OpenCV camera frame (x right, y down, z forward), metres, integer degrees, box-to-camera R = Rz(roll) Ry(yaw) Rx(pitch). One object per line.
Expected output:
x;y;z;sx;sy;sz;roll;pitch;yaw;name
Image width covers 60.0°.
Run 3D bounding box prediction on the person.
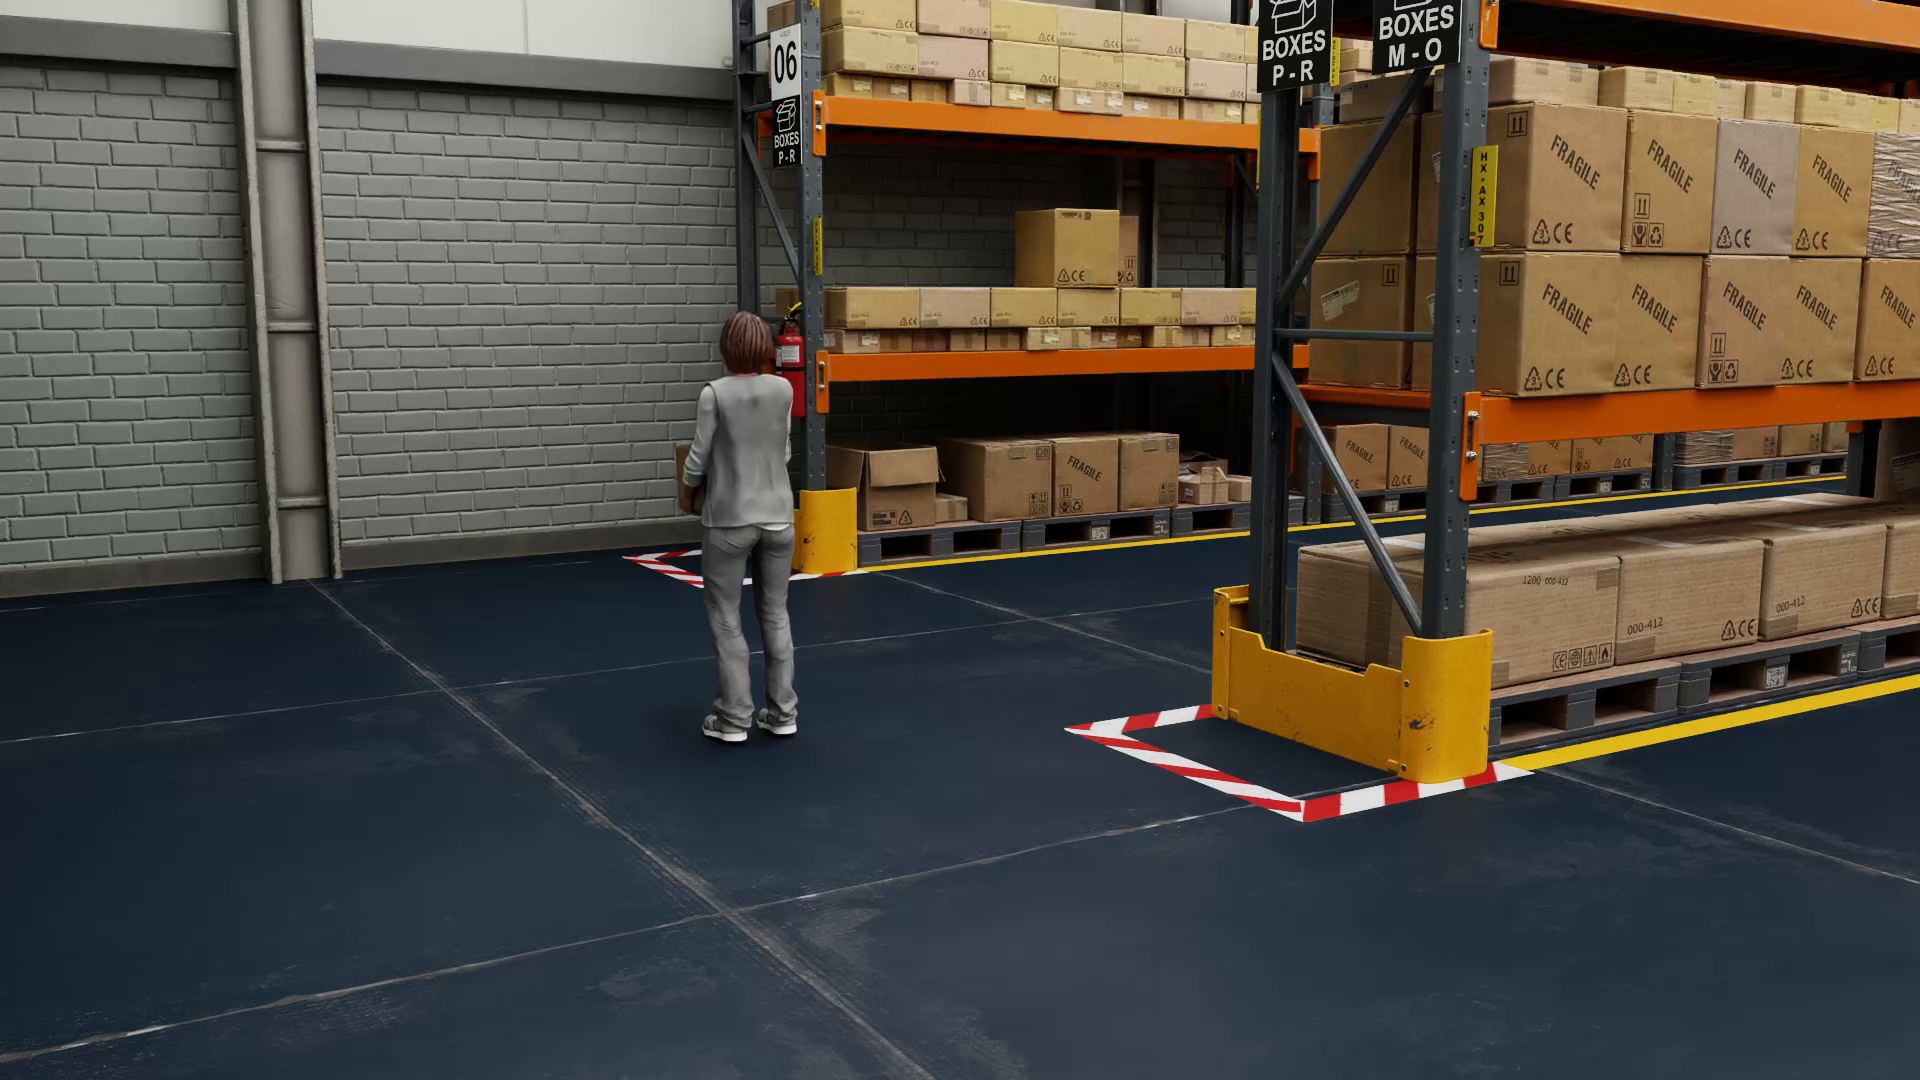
-0.835;-0.056;6.246;0.419;1.594;0.492;-5;10;-31;person
